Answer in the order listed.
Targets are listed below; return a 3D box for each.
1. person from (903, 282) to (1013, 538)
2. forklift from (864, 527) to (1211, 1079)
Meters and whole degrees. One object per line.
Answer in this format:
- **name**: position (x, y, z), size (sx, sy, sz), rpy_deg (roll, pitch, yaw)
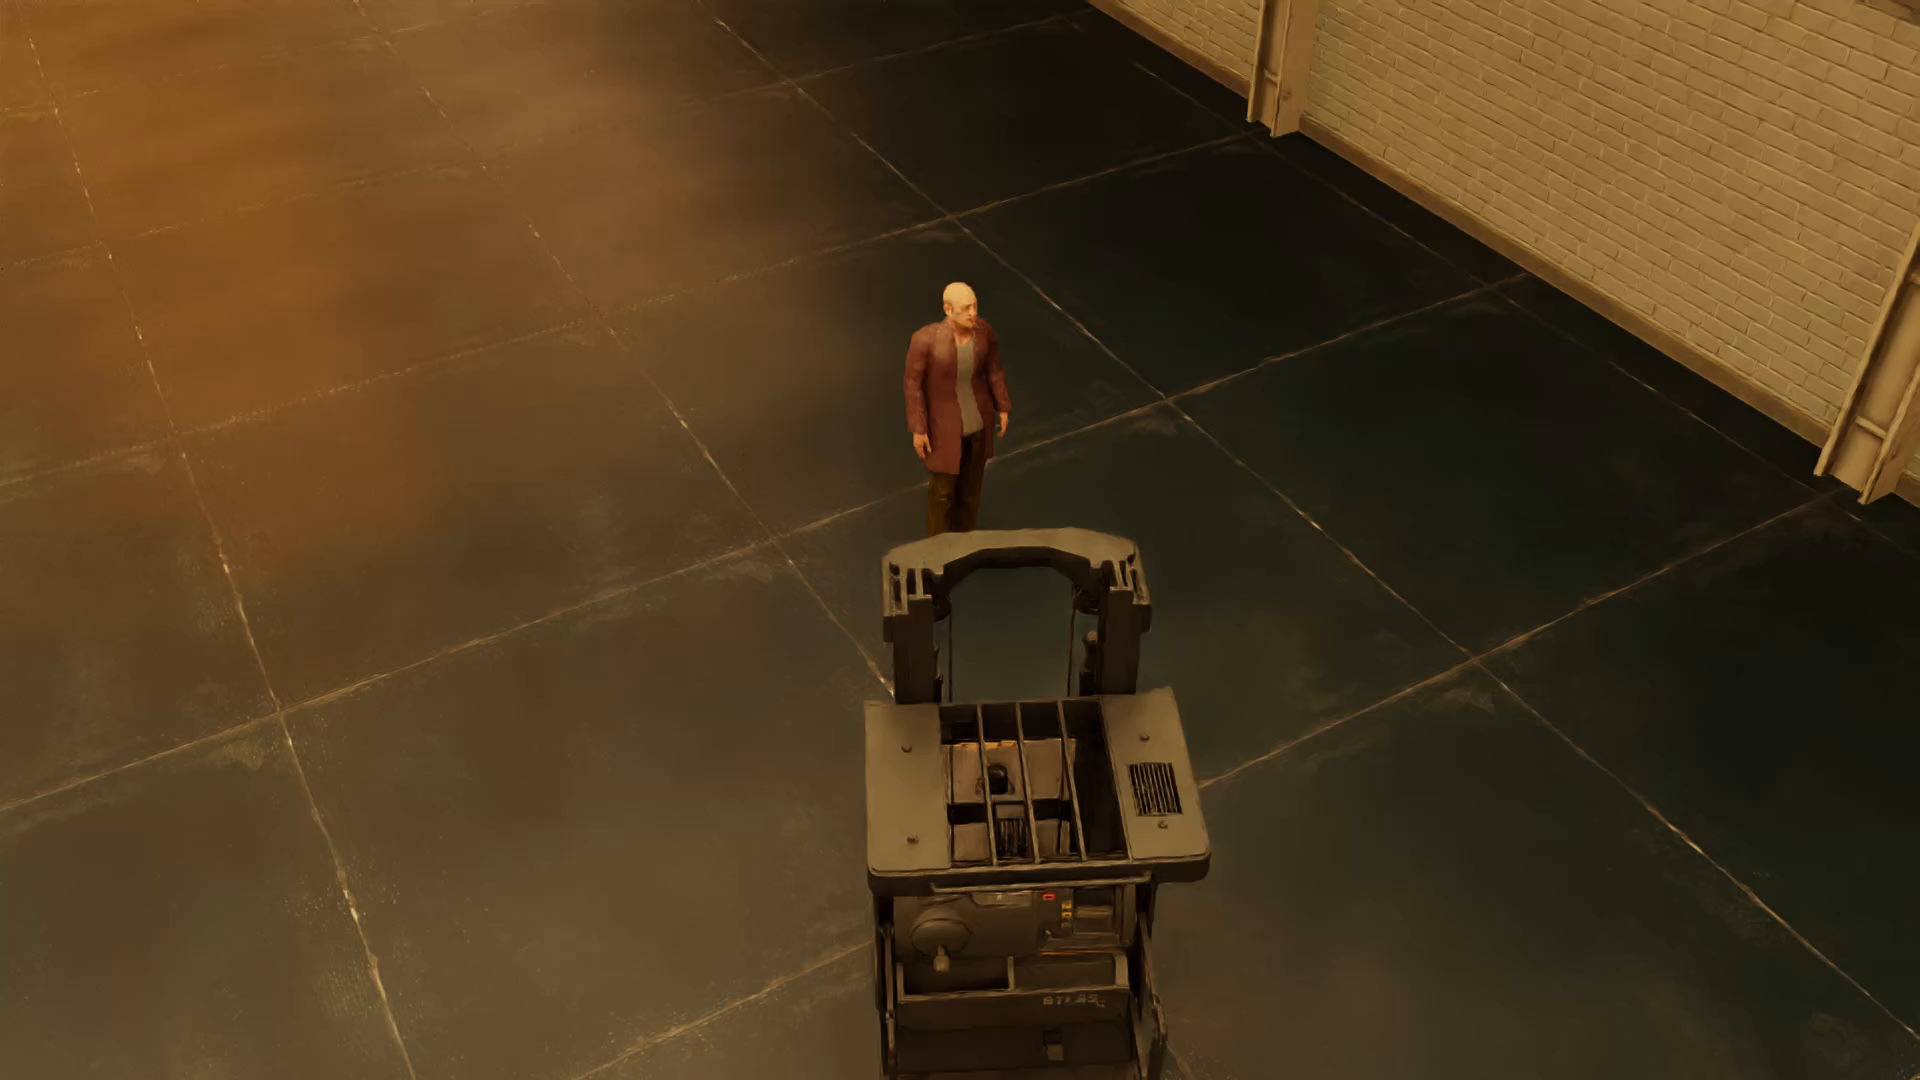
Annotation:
- **person**: position (0.042, -0.637, 9.698), size (0.694, 1.776, 0.580), rpy_deg (-20, 44, -23)
- **forklift**: position (0.226, 1.521, 6.203), size (1.130, 2.935, 3.031), rpy_deg (-2, 40, -3)
